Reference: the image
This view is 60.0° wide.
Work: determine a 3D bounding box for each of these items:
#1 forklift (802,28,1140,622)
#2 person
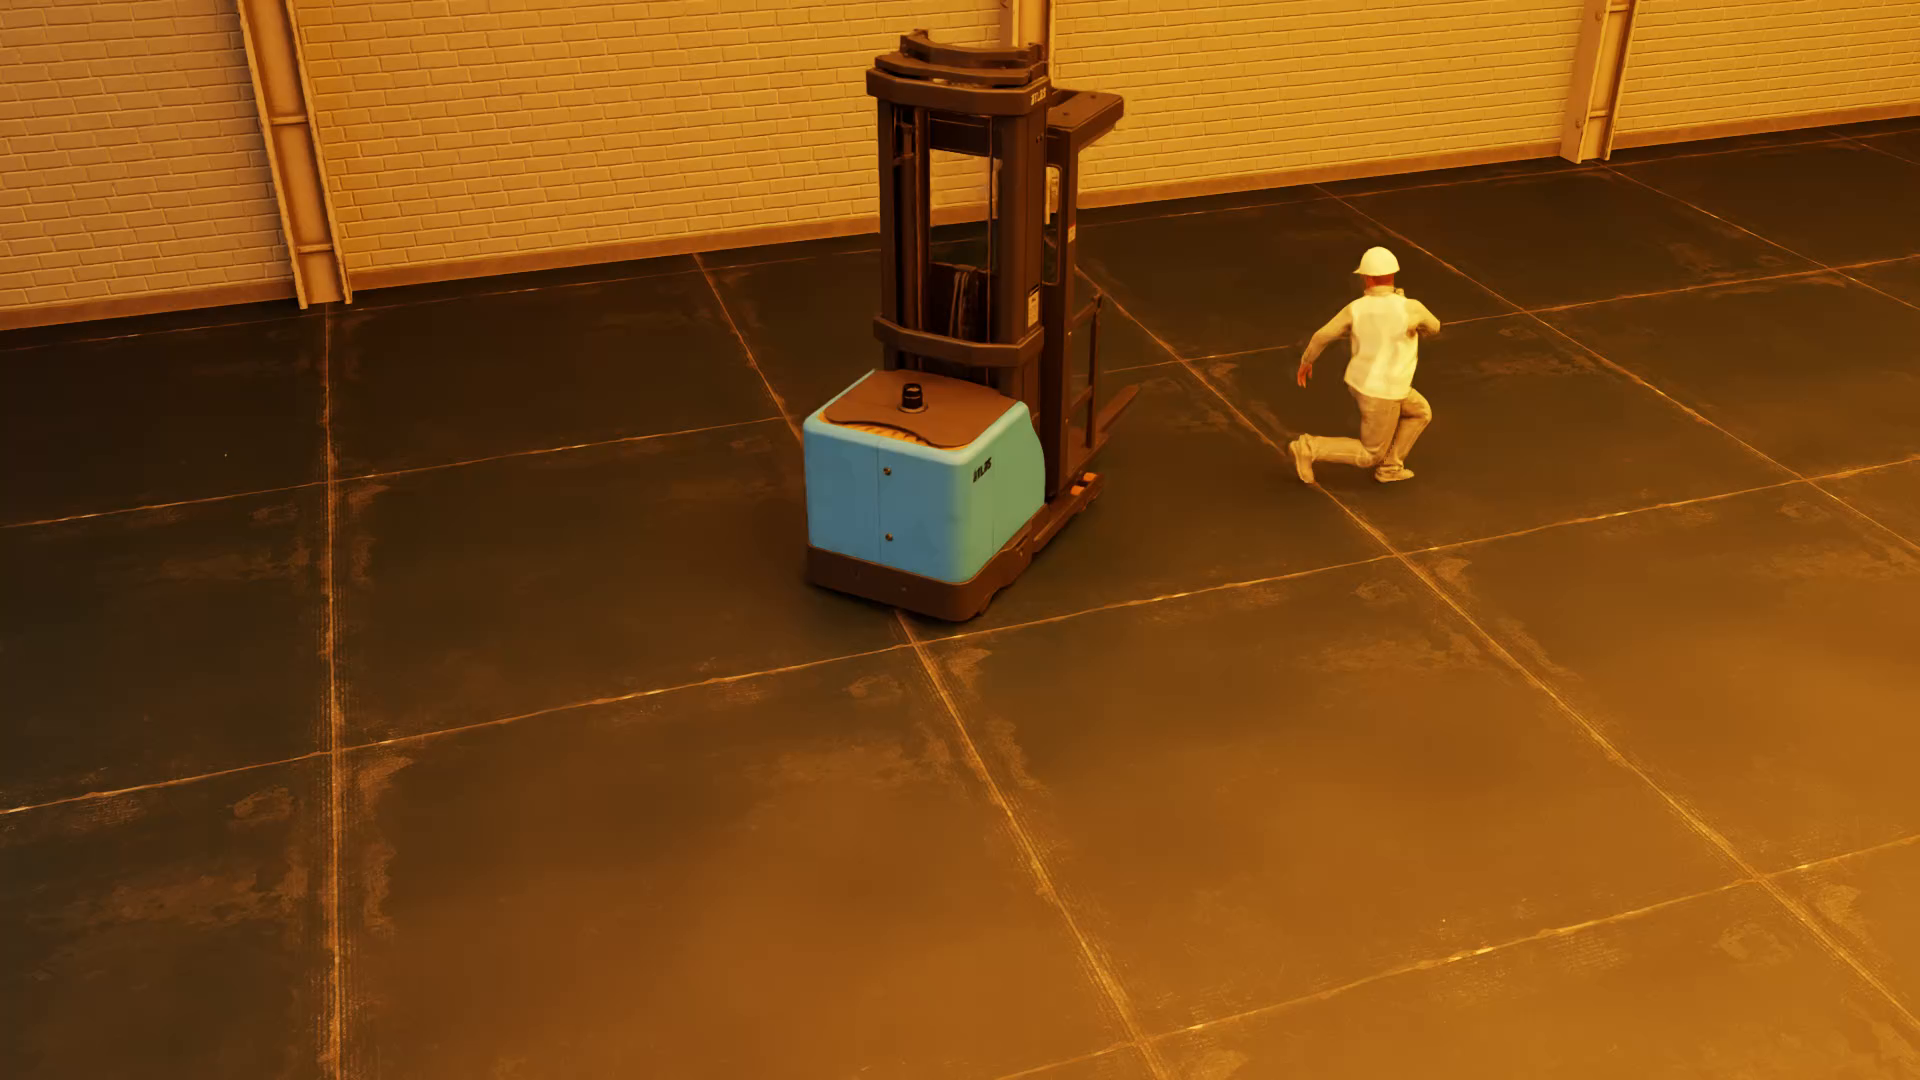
[{"bbox_3d":[0.247,-1.533,9.751,1.130,2.935,3.031,14,33,23],"label":"forklift"},{"bbox_3d":[2.532,-1.054,10.370,0.907,1.546,0.650,-8,31,-14],"label":"person"}]
